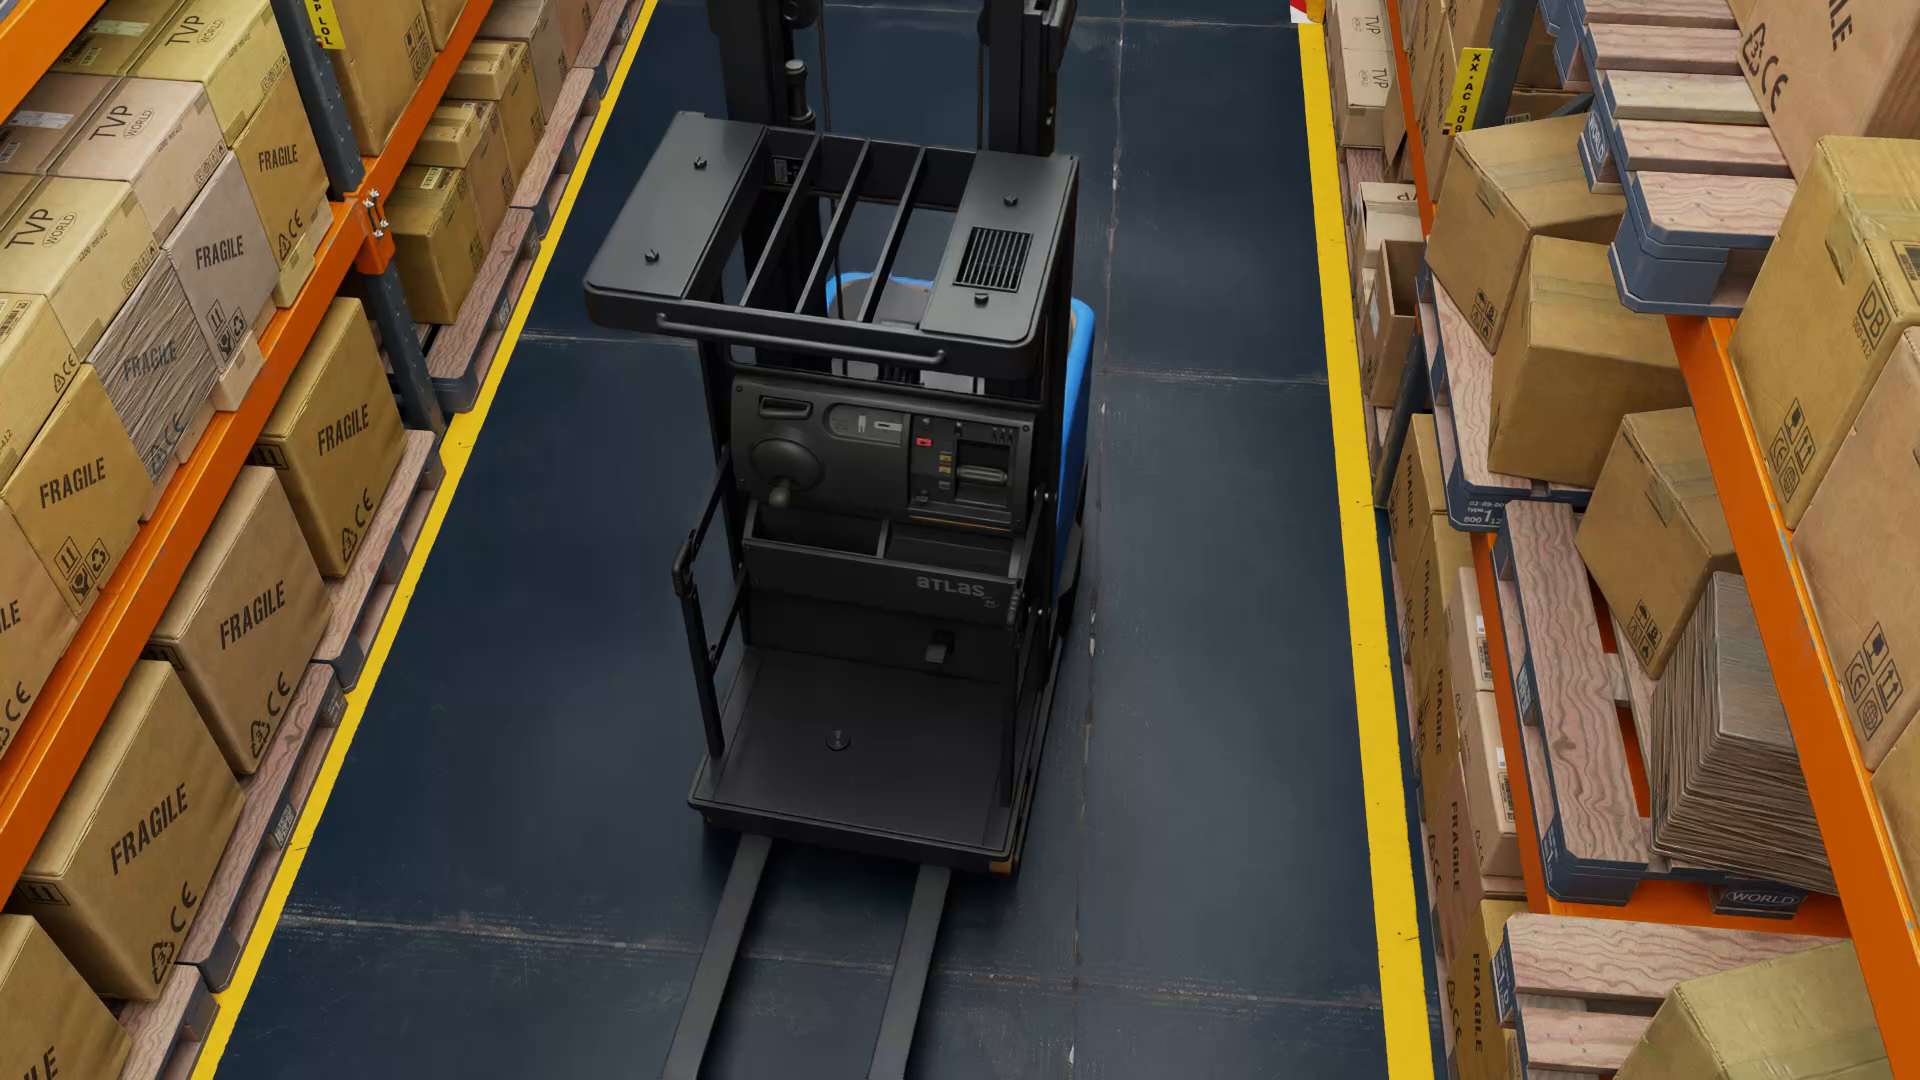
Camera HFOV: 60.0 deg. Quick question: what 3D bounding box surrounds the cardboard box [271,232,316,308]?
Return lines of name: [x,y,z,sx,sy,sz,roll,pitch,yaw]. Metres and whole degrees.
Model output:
cardboard box: [-2.469,-0.948,5.741,0.380,0.149,0.250,5,48,4]

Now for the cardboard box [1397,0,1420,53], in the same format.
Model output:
cardboard box: [2.093,-2.325,6.776,0.500,0.500,0.500,5,48,4]

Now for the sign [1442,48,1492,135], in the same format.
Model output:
sign: [1.672,-1.473,5.478,0.100,0.325,0.005,4,48,4]

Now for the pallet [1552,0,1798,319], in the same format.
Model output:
pallet: [1.992,-0.862,3.600,1.213,0.211,1.003,4,48,4]

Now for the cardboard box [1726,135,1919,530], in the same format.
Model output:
cardboard box: [1.949,-0.337,2.924,0.910,0.500,0.500,4,48,4]

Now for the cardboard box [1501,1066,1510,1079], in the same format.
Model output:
cardboard box: [1.700,1.781,4.484,0.500,0.500,0.500,6,48,5]

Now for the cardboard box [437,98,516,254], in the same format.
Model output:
cardboard box: [-2.501,-1.690,7.672,0.700,0.500,0.500,3,48,3]

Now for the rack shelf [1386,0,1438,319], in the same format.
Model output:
rack shelf: [2.395,-2.377,7.379,1.077,0.370,4.000,4,48,4]

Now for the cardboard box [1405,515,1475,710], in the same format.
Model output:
cardboard box: [1.889,0.277,5.860,0.500,0.500,0.500,4,48,4]

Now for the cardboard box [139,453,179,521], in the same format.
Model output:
cardboard box: [-2.629,-0.204,5.061,0.380,0.149,0.250,3,48,2]

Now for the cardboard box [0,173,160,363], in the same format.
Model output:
cardboard box: [-2.611,-0.764,4.625,0.500,0.250,0.500,5,48,4]

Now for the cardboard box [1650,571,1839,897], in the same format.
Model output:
cardboard box: [2.067,0.484,3.922,0.700,0.500,0.500,12,49,11]

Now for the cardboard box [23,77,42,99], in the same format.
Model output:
cardboard box: [-3.063,-1.169,4.995,0.500,0.250,0.500,4,48,4]

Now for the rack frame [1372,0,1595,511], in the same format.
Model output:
rack frame: [2.213,-1.150,5.769,1.000,3.000,0.127,4,48,4]

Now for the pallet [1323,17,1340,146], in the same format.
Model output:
pallet: [2.499,-2.506,8.900,1.003,0.211,1.213,4,48,4]

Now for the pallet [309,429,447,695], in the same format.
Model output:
pallet: [-2.716,0.033,6.577,1.003,0.211,1.213,4,48,4]

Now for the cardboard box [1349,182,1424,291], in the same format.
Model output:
cardboard box: [2.051,-1.380,7.503,0.500,0.311,0.500,4,48,4]

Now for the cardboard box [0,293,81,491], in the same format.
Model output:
cardboard box: [-2.657,-0.390,4.282,0.500,0.250,0.500,3,48,3]

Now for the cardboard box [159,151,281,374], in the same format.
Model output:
cardboard box: [-2.548,-0.890,5.248,0.500,0.500,0.500,4,48,4]

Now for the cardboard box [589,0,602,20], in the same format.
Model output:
cardboard box: [-2.320,-3.197,9.050,0.700,0.500,0.500,4,48,4]

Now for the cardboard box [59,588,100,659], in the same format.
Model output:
cardboard box: [-2.695,0.183,4.707,0.380,0.149,0.250,4,48,4]

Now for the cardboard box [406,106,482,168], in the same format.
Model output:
cardboard box: [-2.337,-1.779,7.315,0.380,0.149,0.250,5,48,5]

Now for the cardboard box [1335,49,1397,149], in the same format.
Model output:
cardboard box: [2.154,-2.195,8.290,0.500,0.250,0.500,4,48,4]

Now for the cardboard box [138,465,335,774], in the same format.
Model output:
cardboard box: [-2.728,0.243,5.667,0.750,0.750,0.750,5,48,5]

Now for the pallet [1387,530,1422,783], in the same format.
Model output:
pallet: [2.177,0.391,6.249,1.003,0.211,1.213,4,48,4]

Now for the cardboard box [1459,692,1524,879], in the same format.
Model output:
cardboard box: [1.790,0.735,4.933,0.500,0.250,0.500,3,48,3]

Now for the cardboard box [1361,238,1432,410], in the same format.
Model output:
cardboard box: [1.982,-0.893,6.929,0.500,0.500,0.500,4,48,4]

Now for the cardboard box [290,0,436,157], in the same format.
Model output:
cardboard box: [-2.655,-1.979,6.324,0.980,0.700,0.700,5,48,4]

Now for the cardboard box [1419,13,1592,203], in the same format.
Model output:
cardboard box: [2.003,-1.568,6.084,0.500,0.500,0.500,5,48,4]

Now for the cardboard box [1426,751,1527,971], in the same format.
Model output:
cardboard box: [1.789,1.015,5.185,0.500,0.500,0.500,2,48,2]

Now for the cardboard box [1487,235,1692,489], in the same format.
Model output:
cardboard box: [1.948,-0.483,4.807,0.700,0.500,0.500,11,48,10]

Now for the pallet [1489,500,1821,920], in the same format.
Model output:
pallet: [2.021,0.425,4.459,1.003,0.211,1.213,4,48,4]

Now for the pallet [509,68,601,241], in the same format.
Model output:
pallet: [-2.465,-1.992,8.429,1.003,0.211,1.213,4,48,4]

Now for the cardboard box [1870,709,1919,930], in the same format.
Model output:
cardboard box: [1.855,0.420,2.232,0.910,0.500,0.500,4,48,4]

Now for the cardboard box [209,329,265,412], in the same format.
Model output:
cardboard box: [-2.503,-0.562,5.388,0.380,0.149,0.250,4,48,4]

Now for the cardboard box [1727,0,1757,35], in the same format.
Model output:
cardboard box: [2.055,-1.514,3.649,0.600,0.600,0.600,3,48,3]

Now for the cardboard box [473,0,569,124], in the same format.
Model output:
cardboard box: [-2.411,-2.459,8.376,0.700,0.500,0.500,2,48,2]

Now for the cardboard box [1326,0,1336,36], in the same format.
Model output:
cardboard box: [2.174,-2.813,8.912,0.380,0.166,0.250,4,48,4]

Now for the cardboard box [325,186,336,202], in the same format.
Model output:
cardboard box: [-2.761,-1.447,7.010,0.380,0.149,0.250,4,48,3]

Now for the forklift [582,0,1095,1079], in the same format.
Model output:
forklift: [-0.282,-0.152,4.903,1.130,2.935,3.031,8,48,8]

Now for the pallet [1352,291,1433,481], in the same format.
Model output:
pallet: [2.277,-0.713,7.260,1.003,0.211,1.213,4,48,4]

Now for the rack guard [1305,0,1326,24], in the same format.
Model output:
rack guard: [2.571,-3.190,9.329,1.175,0.500,0.348,4,48,4]

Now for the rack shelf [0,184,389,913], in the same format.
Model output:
rack shelf: [-2.903,0.232,4.993,1.077,0.370,4.000,4,48,4]

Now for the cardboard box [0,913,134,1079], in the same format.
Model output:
cardboard box: [-2.887,1.511,4.507,0.750,0.750,0.750,3,48,3]

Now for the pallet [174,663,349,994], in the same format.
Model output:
pallet: [-2.824,0.932,5.755,1.003,0.211,1.213,4,48,4]

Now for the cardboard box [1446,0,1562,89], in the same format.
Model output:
cardboard box: [2.001,-1.910,5.719,0.500,0.500,0.500,4,48,4]

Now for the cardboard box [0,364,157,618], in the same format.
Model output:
cardboard box: [-2.643,-0.154,4.575,0.500,0.500,0.500,5,48,5]
